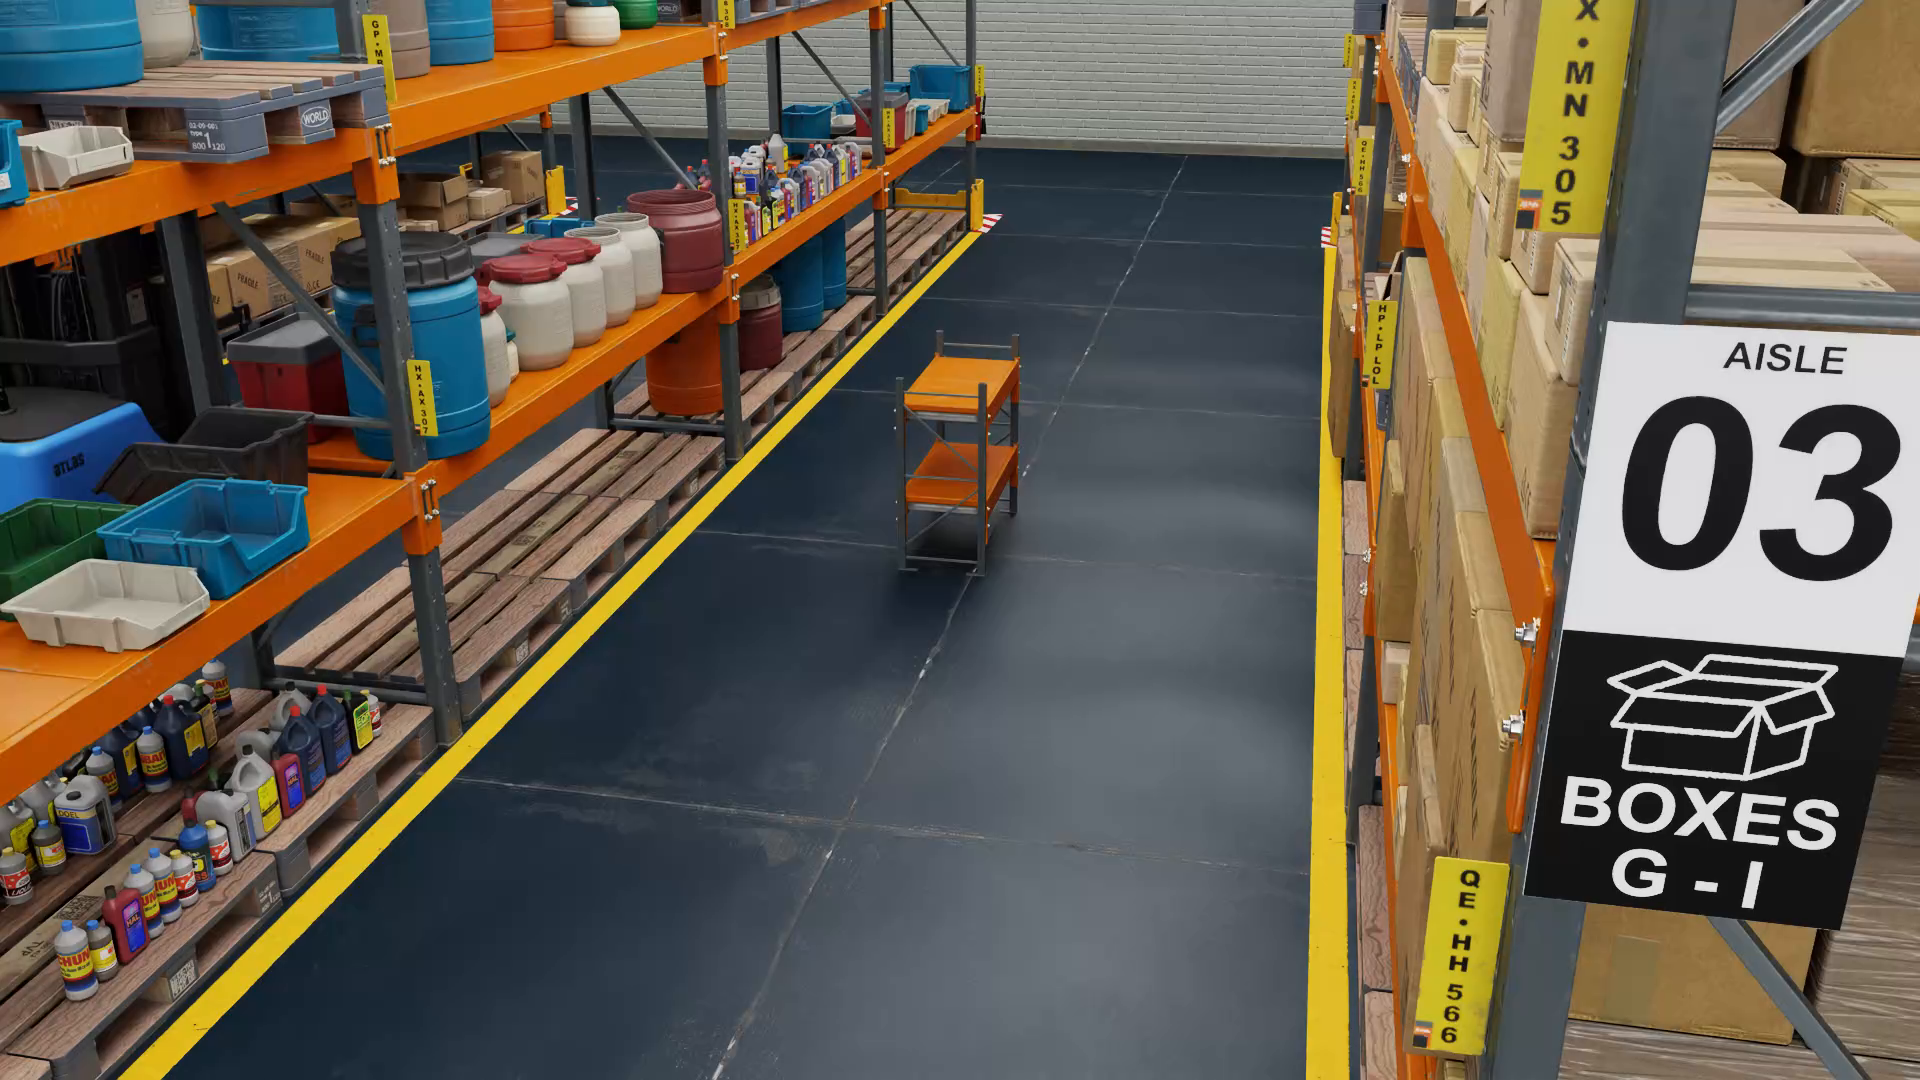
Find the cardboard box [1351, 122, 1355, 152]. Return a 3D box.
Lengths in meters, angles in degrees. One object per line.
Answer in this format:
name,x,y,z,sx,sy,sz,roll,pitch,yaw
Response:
cardboard box,3.639,-3.496,14.322,0.500,0.250,0.500,5,23,13

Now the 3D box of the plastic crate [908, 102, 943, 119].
plastic crate,-0.392,-4.386,17.001,0.396,0.136,0.243,4,22,11

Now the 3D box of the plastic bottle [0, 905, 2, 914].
plastic bottle,-3.467,1.223,5.849,0.061,0.283,0.133,4,22,11

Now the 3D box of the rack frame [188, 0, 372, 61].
rack frame,-2.778,-3.291,5.980,1.000,3.000,0.127,4,22,11

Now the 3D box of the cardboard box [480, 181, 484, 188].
cardboard box,-5.600,-4.031,19.074,0.380,0.149,0.250,4,22,11

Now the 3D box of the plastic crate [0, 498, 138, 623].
plastic crate,-3.332,0.065,5.962,0.450,0.188,0.662,4,22,11

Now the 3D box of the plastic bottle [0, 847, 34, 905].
plastic bottle,-3.417,1.205,6.003,0.097,0.201,0.097,0,22,0

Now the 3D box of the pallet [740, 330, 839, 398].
pallet,-1.591,-1.414,13.083,1.003,0.211,1.213,4,22,11

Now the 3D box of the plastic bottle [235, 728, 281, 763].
plastic bottle,-2.817,0.876,6.719,0.152,0.276,0.135,4,22,11

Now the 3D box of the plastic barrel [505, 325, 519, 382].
plastic barrel,-2.358,-0.917,8.300,0.301,0.262,0.301,0,22,0

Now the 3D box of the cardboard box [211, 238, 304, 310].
cardboard box,-6.026,-2.292,14.287,0.500,0.500,0.500,5,22,12

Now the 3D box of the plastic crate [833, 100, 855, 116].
plastic crate,-1.032,-4.191,16.388,0.416,0.233,0.300,4,22,11

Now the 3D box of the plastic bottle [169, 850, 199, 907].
plastic bottle,-2.809,1.211,5.989,0.097,0.201,0.097,0,22,0

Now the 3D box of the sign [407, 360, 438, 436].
sign,-2.242,-0.591,6.935,0.100,0.325,0.005,4,22,11

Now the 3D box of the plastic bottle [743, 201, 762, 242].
plastic bottle,-1.463,-2.217,11.509,0.152,0.276,0.135,4,22,11

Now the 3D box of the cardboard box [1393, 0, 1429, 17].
cardboard box,2.336,-2.742,7.828,0.500,0.500,0.500,4,22,9

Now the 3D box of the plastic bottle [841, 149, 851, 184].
plastic bottle,-0.985,-3.074,13.638,0.152,0.276,0.135,4,22,11

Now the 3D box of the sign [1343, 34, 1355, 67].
sign,3.977,-5.002,16.995,0.100,0.325,0.005,4,22,11

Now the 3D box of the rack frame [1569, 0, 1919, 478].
rack frame,1.254,-1.451,1.411,1.000,3.000,0.127,4,22,11

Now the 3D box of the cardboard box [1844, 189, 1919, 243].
cardboard box,1.615,-0.447,2.601,0.380,0.149,0.250,4,22,10

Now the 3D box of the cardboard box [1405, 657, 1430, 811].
cardboard box,1.522,0.577,3.874,0.875,0.500,0.500,4,22,11

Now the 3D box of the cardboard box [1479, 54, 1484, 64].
cardboard box,1.631,-1.249,4.592,0.380,0.149,0.250,5,23,13

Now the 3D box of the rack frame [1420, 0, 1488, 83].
rack frame,2.070,-2.914,5.043,1.000,3.000,0.127,4,22,11

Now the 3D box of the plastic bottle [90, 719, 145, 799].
plastic bottle,-3.388,0.849,6.688,0.144,0.351,0.185,4,22,9

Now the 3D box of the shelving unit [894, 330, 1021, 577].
shelving unit,0.001,-0.524,9.650,0.538,1.125,1.048,4,22,11

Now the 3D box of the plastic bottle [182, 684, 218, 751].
plastic bottle,-3.207,0.759,7.002,0.061,0.283,0.133,4,22,11

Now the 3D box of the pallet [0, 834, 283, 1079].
pallet,-3.203,1.475,5.909,1.003,0.211,1.213,4,22,11

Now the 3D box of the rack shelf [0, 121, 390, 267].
rack shelf,-3.187,-0.835,4.859,1.077,0.370,4.000,4,22,11

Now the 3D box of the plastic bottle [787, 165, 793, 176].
plastic bottle,-1.288,-2.757,12.855,0.097,0.271,0.097,0,22,0

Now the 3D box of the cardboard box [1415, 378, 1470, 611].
cardboard box,1.435,-0.084,4.178,0.500,0.500,0.500,4,22,11

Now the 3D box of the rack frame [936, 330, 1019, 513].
rack frame,0.105,-0.710,10.111,0.500,1.125,0.032,4,22,11

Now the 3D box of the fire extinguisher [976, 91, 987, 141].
fire extinguisher,0.146,-4.709,18.133,0.296,0.674,0.183,4,22,11

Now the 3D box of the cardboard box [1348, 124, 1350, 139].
cardboard box,3.863,-3.828,15.680,0.380,0.149,0.250,4,22,10

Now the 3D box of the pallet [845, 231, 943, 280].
pallet,-0.787,-2.860,16.673,1.003,0.211,1.213,4,22,11

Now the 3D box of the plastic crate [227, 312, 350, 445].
plastic crate,-2.979,-0.739,7.587,0.402,0.464,0.583,4,22,11

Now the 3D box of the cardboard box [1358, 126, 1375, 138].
cardboard box,3.364,-2.954,13.039,0.500,0.500,0.500,5,22,11

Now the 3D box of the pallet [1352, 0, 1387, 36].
pallet,2.966,-3.137,9.866,1.213,0.211,1.003,6,23,13

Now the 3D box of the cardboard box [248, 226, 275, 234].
cardboard box,-6.430,-2.504,14.812,0.500,0.500,0.500,5,22,12

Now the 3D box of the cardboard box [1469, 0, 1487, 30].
cardboard box,2.164,-2.006,6.423,0.396,0.266,0.258,5,23,13

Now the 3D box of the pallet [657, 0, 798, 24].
pallet,-1.710,-3.548,10.885,1.003,0.211,1.213,4,22,11

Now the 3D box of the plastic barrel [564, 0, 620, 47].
plastic barrel,-1.993,-2.816,9.000,0.301,0.262,0.301,0,22,0

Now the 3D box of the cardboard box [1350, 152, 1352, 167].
cardboard box,3.549,-3.265,14.281,0.380,0.149,0.250,4,22,10

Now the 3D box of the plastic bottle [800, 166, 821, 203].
plastic bottle,-1.162,-2.756,12.847,0.152,0.276,0.135,4,22,11

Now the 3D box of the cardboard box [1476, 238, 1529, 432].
cardboard box,1.203,-0.368,2.939,0.500,0.250,0.500,5,22,11

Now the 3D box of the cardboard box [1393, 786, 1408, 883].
cardboard box,1.313,0.772,4.258,0.380,0.149,0.250,4,22,11

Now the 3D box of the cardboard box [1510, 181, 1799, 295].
cardboard box,1.122,-0.495,2.719,0.380,0.149,0.250,3,22,9

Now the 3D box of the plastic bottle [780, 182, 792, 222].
plastic bottle,-1.277,-2.470,12.128,0.061,0.283,0.133,4,22,11

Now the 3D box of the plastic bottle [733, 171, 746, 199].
plastic bottle,-1.724,-2.776,12.997,0.097,0.201,0.097,0,22,0

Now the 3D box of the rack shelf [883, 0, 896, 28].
rack shelf,-0.738,-5.224,15.756,1.077,0.370,4.000,4,22,11

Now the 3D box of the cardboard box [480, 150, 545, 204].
cardboard box,-5.048,-4.103,18.784,0.500,0.500,0.500,4,22,11

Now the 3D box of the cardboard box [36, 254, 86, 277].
cardboard box,-6.842,-2.124,12.865,0.500,0.250,0.500,5,23,13

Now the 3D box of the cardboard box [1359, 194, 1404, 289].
cardboard box,2.745,-1.840,10.272,0.500,0.500,0.500,5,23,13

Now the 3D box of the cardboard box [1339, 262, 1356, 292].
cardboard box,3.237,-1.379,11.545,1.225,0.875,0.875,5,22,11

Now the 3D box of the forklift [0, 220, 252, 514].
forklift,-4.681,-1.394,9.391,1.130,2.935,3.031,5,22,12

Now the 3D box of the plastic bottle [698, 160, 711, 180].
plastic bottle,-1.926,-2.718,12.654,0.144,0.351,0.185,4,22,11

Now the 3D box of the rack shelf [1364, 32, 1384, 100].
rack shelf,3.295,-3.383,11.186,1.077,0.370,4.000,4,22,11

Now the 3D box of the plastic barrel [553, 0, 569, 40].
plastic barrel,-2.342,-3.312,9.375,0.600,0.901,0.600,0,22,0

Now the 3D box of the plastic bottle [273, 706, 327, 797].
plastic bottle,-2.667,0.844,6.700,0.144,0.351,0.185,3,22,8

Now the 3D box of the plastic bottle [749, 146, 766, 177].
plastic bottle,-1.688,-3.103,13.709,0.152,0.276,0.135,4,22,11
